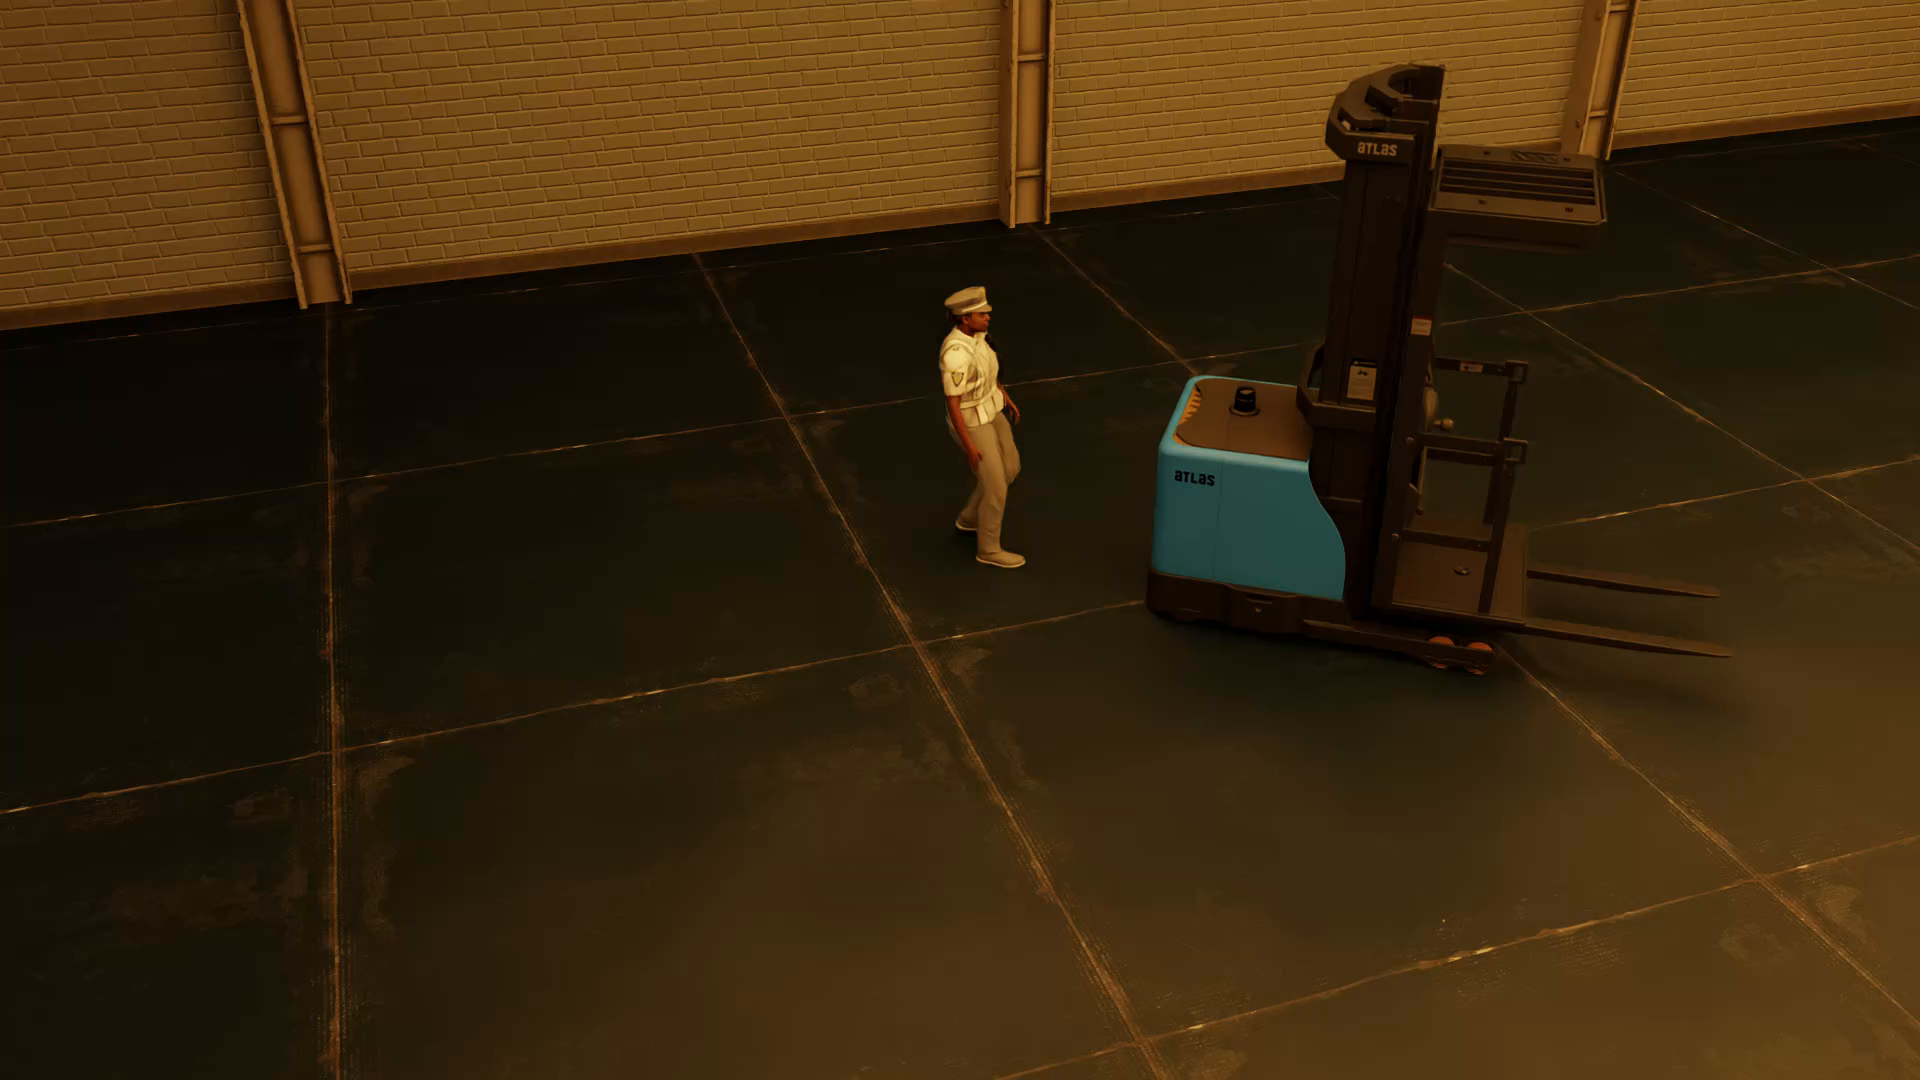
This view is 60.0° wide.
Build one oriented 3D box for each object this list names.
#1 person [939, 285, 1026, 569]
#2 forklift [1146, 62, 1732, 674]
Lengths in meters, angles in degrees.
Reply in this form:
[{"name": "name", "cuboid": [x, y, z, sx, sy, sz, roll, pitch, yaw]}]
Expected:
[{"name": "person", "cuboid": [0.163, -0.665, 9.548, 0.587, 1.629, 0.643, 12, 32, 20]}, {"name": "forklift", "cuboid": [2.613, -0.858, 8.577, 3.031, 2.935, 1.130, 9, 31, 15]}]
